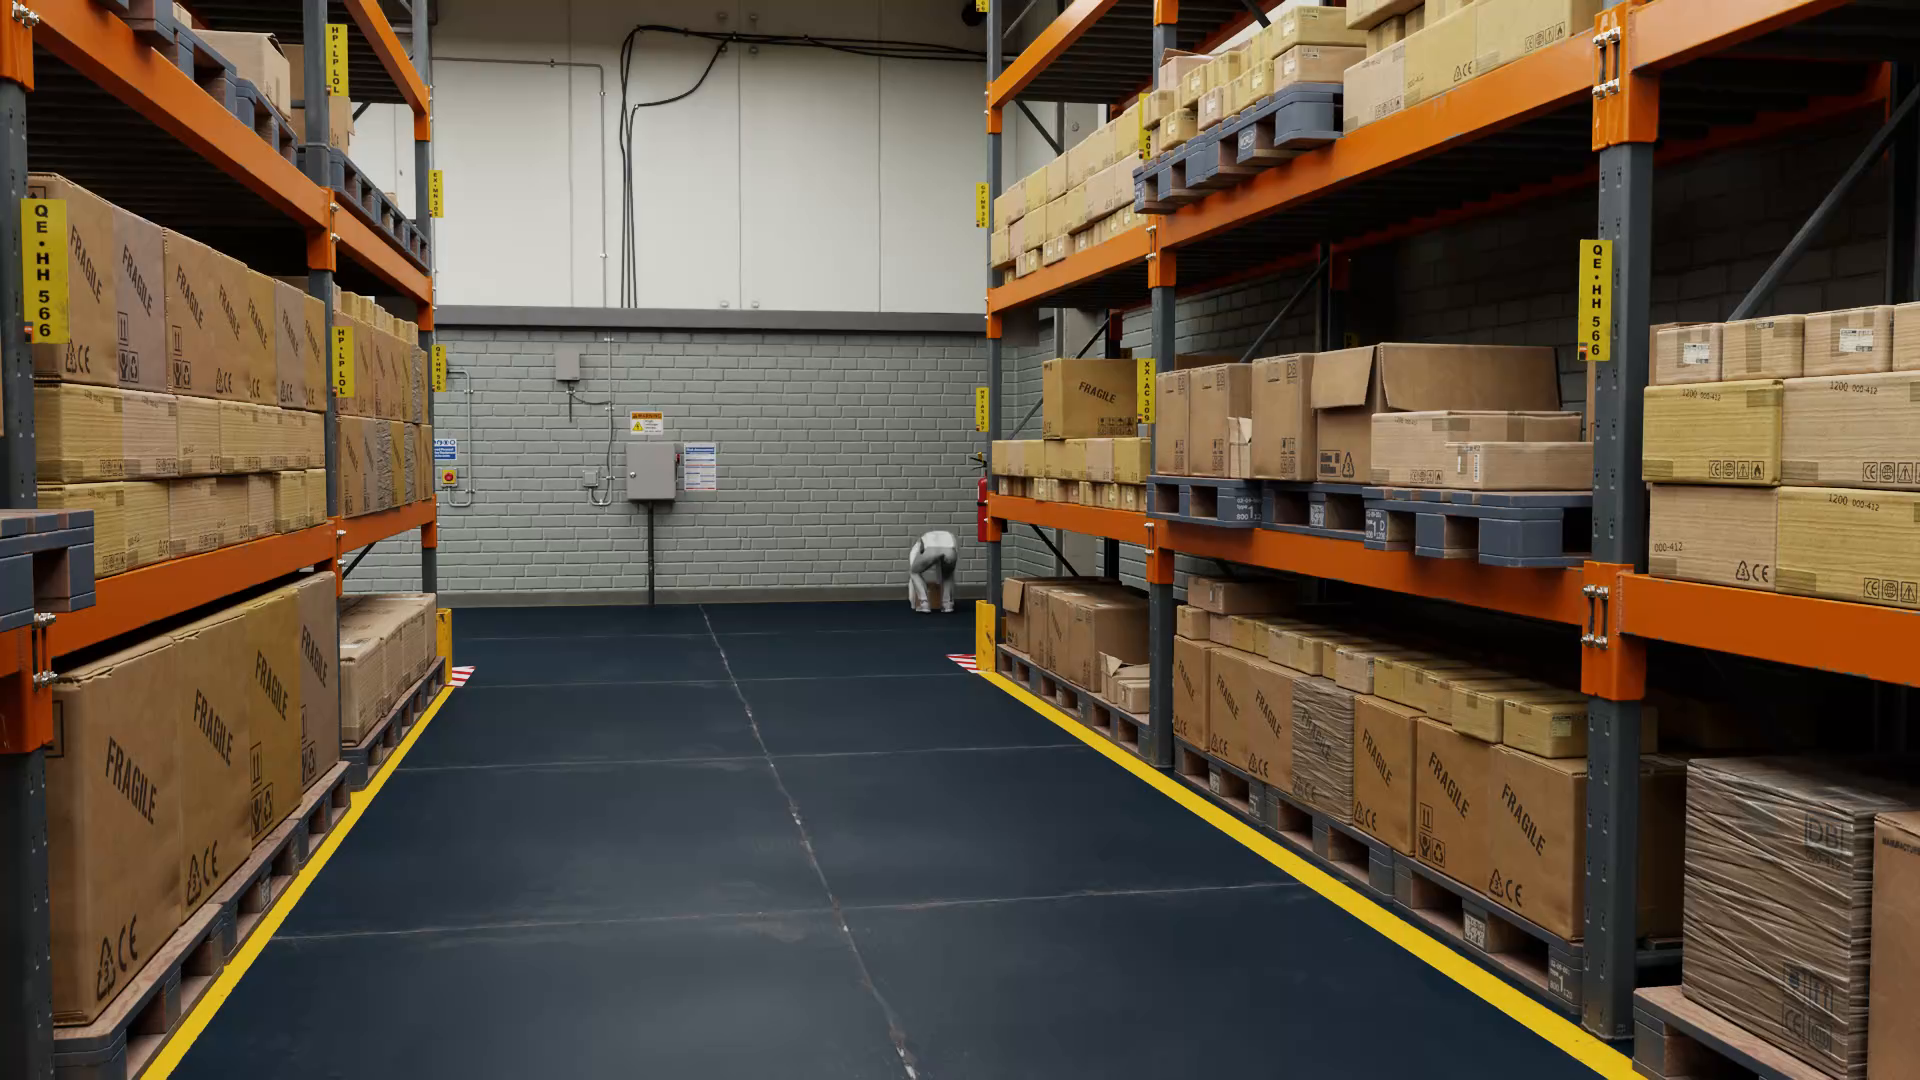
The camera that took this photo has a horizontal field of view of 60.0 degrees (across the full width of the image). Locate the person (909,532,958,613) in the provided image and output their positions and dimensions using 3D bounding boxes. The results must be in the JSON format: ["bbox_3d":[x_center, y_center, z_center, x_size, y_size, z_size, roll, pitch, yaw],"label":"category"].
[{"bbox_3d":[-0.283,0.322,16.824,0.468,0.833,0.894,-1,3,-14],"label":"person"}]
